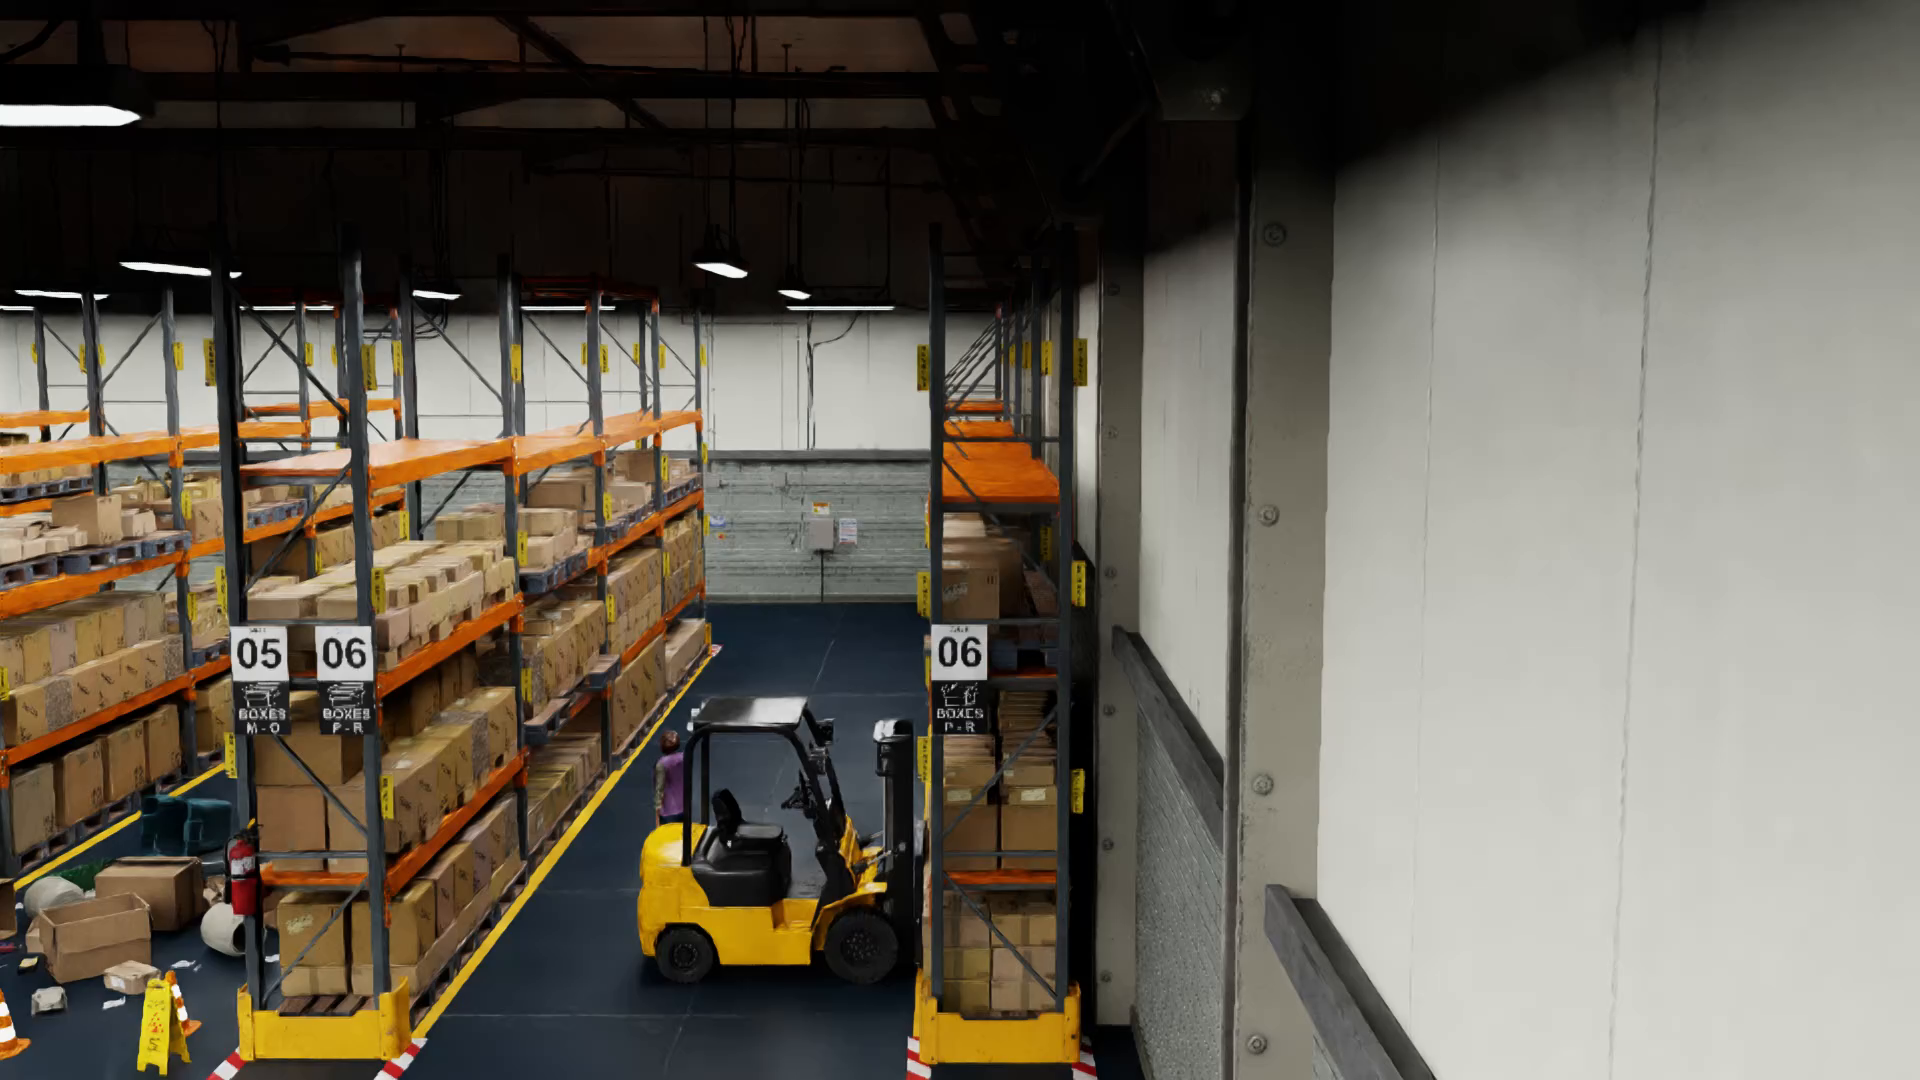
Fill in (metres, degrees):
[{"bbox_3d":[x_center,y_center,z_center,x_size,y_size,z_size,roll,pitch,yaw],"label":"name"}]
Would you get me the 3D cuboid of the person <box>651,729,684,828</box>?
[{"bbox_3d":[-2.721,2.561,15.545,0.450,1.588,0.467,4,8,29],"label":"person"}]
